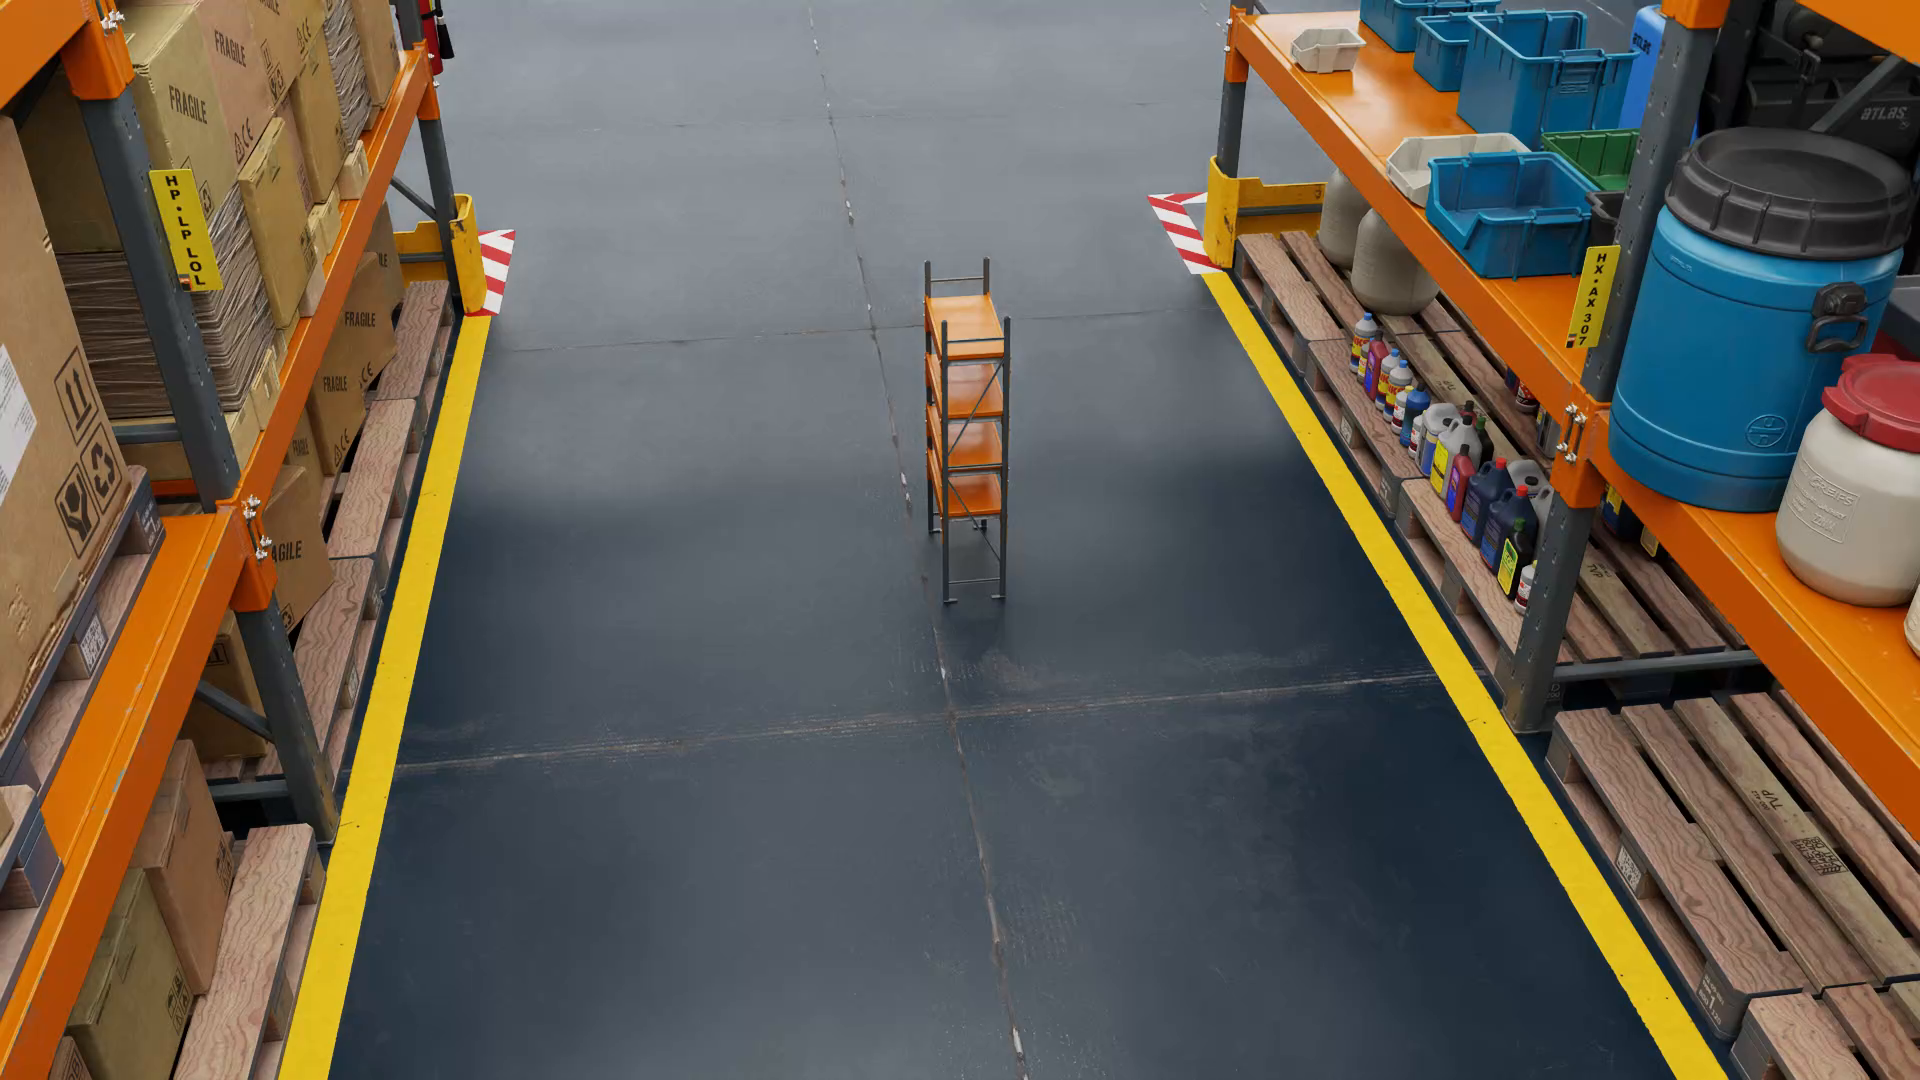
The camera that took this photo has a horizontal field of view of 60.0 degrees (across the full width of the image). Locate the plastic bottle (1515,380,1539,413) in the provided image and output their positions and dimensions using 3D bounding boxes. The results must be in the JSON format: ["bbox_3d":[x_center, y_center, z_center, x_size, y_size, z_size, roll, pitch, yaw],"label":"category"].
[{"bbox_3d":[2.452,-0.658,7.146,0.097,0.201,0.097,0,34,0],"label":"plastic bottle"}]

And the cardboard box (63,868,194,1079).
[{"bbox_3d":[-2.397,1.206,4.146,0.700,0.500,0.500,-5,35,-7],"label":"cardboard box"}]

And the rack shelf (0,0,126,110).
[{"bbox_3d":[-2.234,-0.083,2.184,1.077,0.370,4.000,-4,35,-6],"label":"rack shelf"}]

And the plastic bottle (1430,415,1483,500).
[{"bbox_3d":[1.963,-0.344,6.553,0.144,0.351,0.185,-5,35,-7],"label":"plastic bottle"}]

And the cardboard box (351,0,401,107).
[{"bbox_3d":[-2.808,-2.075,6.778,0.875,0.500,0.500,-4,35,-6],"label":"cardboard box"}]

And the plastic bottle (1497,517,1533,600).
[{"bbox_3d":[2.013,0.065,6.012,0.061,0.283,0.133,-3,34,-4],"label":"plastic bottle"}]

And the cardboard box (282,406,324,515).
[{"bbox_3d":[-2.763,-0.283,6.349,0.500,0.500,0.500,-7,35,-11],"label":"cardboard box"}]

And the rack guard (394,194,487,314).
[{"bbox_3d":[-3.031,-1.414,8.381,1.175,0.500,0.348,-4,35,-6],"label":"rack guard"}]

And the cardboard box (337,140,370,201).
[{"bbox_3d":[-2.492,-1.413,6.383,0.380,0.149,0.250,-4,35,-6],"label":"cardboard box"}]

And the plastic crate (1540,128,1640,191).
[{"bbox_3d":[2.502,-1.324,6.217,0.450,0.188,0.662,-4,35,-6],"label":"plastic crate"}]

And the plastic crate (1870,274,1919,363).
[{"bbox_3d":[2.773,-0.412,4.634,0.402,0.464,0.583,-4,35,-6],"label":"plastic crate"}]

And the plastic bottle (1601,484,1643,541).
[{"bbox_3d":[2.565,-0.190,6.327,0.144,0.351,0.185,-4,35,-6],"label":"plastic bottle"}]

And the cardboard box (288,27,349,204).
[{"bbox_3d":[-2.728,-1.512,5.953,0.875,0.500,0.500,-4,35,-6],"label":"cardboard box"}]

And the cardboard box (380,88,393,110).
[{"bbox_3d":[-2.681,-1.967,7.196,0.380,0.149,0.250,-4,35,-6],"label":"cardboard box"}]

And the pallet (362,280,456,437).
[{"bbox_3d":[-2.957,-0.838,7.793,1.003,0.211,1.213,-4,35,-6],"label":"pallet"}]

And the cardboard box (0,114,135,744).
[{"bbox_3d":[-2.535,-0.225,3.510,1.000,1.000,1.000,-4,34,-6],"label":"cardboard box"}]

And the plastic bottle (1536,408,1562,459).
[{"bbox_3d":[2.481,-0.488,6.830,0.152,0.276,0.135,-4,35,-6],"label":"plastic bottle"}]

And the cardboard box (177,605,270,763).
[{"bbox_3d":[-2.517,0.376,5.381,0.500,0.500,0.500,-5,35,-8],"label":"cardboard box"}]

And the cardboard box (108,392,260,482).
[{"bbox_3d":[-2.234,-0.296,4.744,0.380,0.149,0.250,-4,35,-6],"label":"cardboard box"}]

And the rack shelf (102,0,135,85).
[{"bbox_3d":[-2.772,-2.315,5.459,1.077,0.370,4.000,-4,35,-6],"label":"rack shelf"}]

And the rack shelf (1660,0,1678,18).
[{"bbox_3d":[2.136,-2.691,6.010,1.077,0.370,4.000,-4,35,-6],"label":"rack shelf"}]

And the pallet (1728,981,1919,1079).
[{"bbox_3d":[2.716,1.638,4.159,1.003,0.211,1.213,-4,35,-6],"label":"pallet"}]

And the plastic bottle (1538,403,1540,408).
[{"bbox_3d":[2.574,-0.709,7.154,0.152,0.276,0.135,-5,35,-8],"label":"plastic bottle"}]

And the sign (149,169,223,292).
[{"bbox_3d":[-1.954,-0.780,4.202,0.100,0.325,0.005,-4,35,-6],"label":"sign"}]

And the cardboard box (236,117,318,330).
[{"bbox_3d":[-2.535,-0.959,5.140,0.875,0.500,0.500,-4,35,-6],"label":"cardboard box"}]

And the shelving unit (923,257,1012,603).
[{"bbox_3d":[0.022,-0.403,6.277,0.258,1.200,0.503,-4,35,-6],"label":"shelving unit"}]

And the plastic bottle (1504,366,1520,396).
[{"bbox_3d":[2.449,-0.781,7.254,0.061,0.283,0.133,-4,35,-6],"label":"plastic bottle"}]

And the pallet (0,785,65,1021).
[{"bbox_3d":[-2.272,0.953,2.859,1.003,0.211,1.213,-4,35,-6],"label":"pallet"}]

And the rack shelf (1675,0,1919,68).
[{"bbox_3d":[2.674,-0.458,2.734,1.077,0.370,4.000,-4,35,-6],"label":"rack shelf"}]

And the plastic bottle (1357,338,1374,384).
[{"bbox_3d":[1.816,-0.797,7.350,0.097,0.201,0.097,0,34,0],"label":"plastic bottle"}]

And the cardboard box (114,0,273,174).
[{"bbox_3d":[-2.381,-1.384,4.876,0.500,0.500,0.500,-4,35,-6],"label":"cardboard box"}]

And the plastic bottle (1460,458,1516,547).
[{"bbox_3d":[2.007,-0.164,6.289,0.144,0.351,0.185,-6,35,-9],"label":"plastic bottle"}]

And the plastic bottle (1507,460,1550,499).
[{"bbox_3d":[2.150,-0.158,6.347,0.152,0.276,0.135,-4,35,-6],"label":"plastic bottle"}]

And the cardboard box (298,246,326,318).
[{"bbox_3d":[-2.352,-0.855,5.565,0.380,0.149,0.250,-4,35,-6],"label":"cardboard box"}]

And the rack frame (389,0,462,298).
[{"bbox_3d":[-3.041,-2.489,7.739,1.000,3.000,0.127,-4,35,-6],"label":"rack frame"}]

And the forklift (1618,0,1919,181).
[{"bbox_3d":[4.359,-2.477,7.782,1.130,2.935,3.031,-3,34,-4],"label":"forklift"}]

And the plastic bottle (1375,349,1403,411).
[{"bbox_3d":[1.848,-0.692,7.134,0.097,0.271,0.097,0,34,0],"label":"plastic bottle"}]

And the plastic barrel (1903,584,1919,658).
[{"bbox_3d":[2.431,0.175,3.952,0.301,0.262,0.301,0,34,0],"label":"plastic barrel"}]

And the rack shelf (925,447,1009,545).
[{"bbox_3d":[0.022,-0.184,6.426,0.258,0.148,0.480,-4,35,-6],"label":"rack shelf"}]

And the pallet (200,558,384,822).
[{"bbox_3d":[-2.629,0.523,5.795,1.003,0.211,1.213,-4,35,-6],"label":"pallet"}]

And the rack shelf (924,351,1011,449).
[{"bbox_3d":[0.022,-0.533,6.188,0.258,0.148,0.480,-4,35,-6],"label":"rack shelf"}]

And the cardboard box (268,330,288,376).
[{"bbox_3d":[-2.316,-0.574,5.152,0.380,0.149,0.250,-4,35,-6],"label":"cardboard box"}]

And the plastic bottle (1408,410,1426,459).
[{"bbox_3d":[1.902,-0.437,6.822,0.097,0.201,0.097,0,34,0],"label":"plastic bottle"}]

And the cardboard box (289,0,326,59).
[{"bbox_3d":[-2.526,-1.941,5.694,0.500,0.500,0.500,-4,35,-6],"label":"cardboard box"}]

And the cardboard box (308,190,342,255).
[{"bbox_3d":[-2.449,-1.132,5.971,0.380,0.149,0.250,-4,35,-6],"label":"cardboard box"}]

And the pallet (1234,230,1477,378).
[{"bbox_3d":[2.028,-1.219,8.352,1.003,0.211,1.213,-4,35,-6],"label":"pallet"}]

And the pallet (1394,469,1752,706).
[{"bbox_3d":[2.356,0.142,6.354,1.003,0.211,1.213,-4,35,-6],"label":"pallet"}]

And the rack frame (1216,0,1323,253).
[{"bbox_3d":[1.867,-2.864,8.289,1.000,3.000,0.127,-4,35,-6],"label":"rack frame"}]

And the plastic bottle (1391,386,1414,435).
[{"bbox_3d":[1.875,-0.552,6.991,0.097,0.201,0.097,0,34,0],"label":"plastic bottle"}]

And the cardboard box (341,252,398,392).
[{"bbox_3d":[-2.859,-0.949,7.326,0.500,0.500,0.500,4,35,6],"label":"cardboard box"}]

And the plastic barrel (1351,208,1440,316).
[{"bbox_3d":[2.098,-1.369,7.931,0.421,0.512,0.421,0,34,0],"label":"plastic barrel"}]

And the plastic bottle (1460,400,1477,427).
[{"bbox_3d":[2.051,-0.416,6.718,0.061,0.283,0.133,-4,35,-6],"label":"plastic bottle"}]

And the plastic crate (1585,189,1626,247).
[{"bbox_3d":[2.460,-0.908,5.474,0.767,0.338,0.504,-4,35,-6],"label":"plastic crate"}]

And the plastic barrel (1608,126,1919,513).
[{"bbox_3d":[2.156,-0.601,4.523,0.600,0.901,0.708,-4,35,-6],"label":"plastic barrel"}]

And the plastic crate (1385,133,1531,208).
[{"bbox_3d":[1.935,-1.410,6.390,0.530,0.136,0.437,-4,35,-6],"label":"plastic crate"}]

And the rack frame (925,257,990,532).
[{"bbox_3d":[-0.011,-0.540,6.476,0.240,1.200,0.015,-4,35,-6],"label":"rack frame"}]

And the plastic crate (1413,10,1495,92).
[{"bbox_3d":[2.312,-2.183,7.422,0.499,0.251,0.408,-4,35,-6],"label":"plastic crate"}]
